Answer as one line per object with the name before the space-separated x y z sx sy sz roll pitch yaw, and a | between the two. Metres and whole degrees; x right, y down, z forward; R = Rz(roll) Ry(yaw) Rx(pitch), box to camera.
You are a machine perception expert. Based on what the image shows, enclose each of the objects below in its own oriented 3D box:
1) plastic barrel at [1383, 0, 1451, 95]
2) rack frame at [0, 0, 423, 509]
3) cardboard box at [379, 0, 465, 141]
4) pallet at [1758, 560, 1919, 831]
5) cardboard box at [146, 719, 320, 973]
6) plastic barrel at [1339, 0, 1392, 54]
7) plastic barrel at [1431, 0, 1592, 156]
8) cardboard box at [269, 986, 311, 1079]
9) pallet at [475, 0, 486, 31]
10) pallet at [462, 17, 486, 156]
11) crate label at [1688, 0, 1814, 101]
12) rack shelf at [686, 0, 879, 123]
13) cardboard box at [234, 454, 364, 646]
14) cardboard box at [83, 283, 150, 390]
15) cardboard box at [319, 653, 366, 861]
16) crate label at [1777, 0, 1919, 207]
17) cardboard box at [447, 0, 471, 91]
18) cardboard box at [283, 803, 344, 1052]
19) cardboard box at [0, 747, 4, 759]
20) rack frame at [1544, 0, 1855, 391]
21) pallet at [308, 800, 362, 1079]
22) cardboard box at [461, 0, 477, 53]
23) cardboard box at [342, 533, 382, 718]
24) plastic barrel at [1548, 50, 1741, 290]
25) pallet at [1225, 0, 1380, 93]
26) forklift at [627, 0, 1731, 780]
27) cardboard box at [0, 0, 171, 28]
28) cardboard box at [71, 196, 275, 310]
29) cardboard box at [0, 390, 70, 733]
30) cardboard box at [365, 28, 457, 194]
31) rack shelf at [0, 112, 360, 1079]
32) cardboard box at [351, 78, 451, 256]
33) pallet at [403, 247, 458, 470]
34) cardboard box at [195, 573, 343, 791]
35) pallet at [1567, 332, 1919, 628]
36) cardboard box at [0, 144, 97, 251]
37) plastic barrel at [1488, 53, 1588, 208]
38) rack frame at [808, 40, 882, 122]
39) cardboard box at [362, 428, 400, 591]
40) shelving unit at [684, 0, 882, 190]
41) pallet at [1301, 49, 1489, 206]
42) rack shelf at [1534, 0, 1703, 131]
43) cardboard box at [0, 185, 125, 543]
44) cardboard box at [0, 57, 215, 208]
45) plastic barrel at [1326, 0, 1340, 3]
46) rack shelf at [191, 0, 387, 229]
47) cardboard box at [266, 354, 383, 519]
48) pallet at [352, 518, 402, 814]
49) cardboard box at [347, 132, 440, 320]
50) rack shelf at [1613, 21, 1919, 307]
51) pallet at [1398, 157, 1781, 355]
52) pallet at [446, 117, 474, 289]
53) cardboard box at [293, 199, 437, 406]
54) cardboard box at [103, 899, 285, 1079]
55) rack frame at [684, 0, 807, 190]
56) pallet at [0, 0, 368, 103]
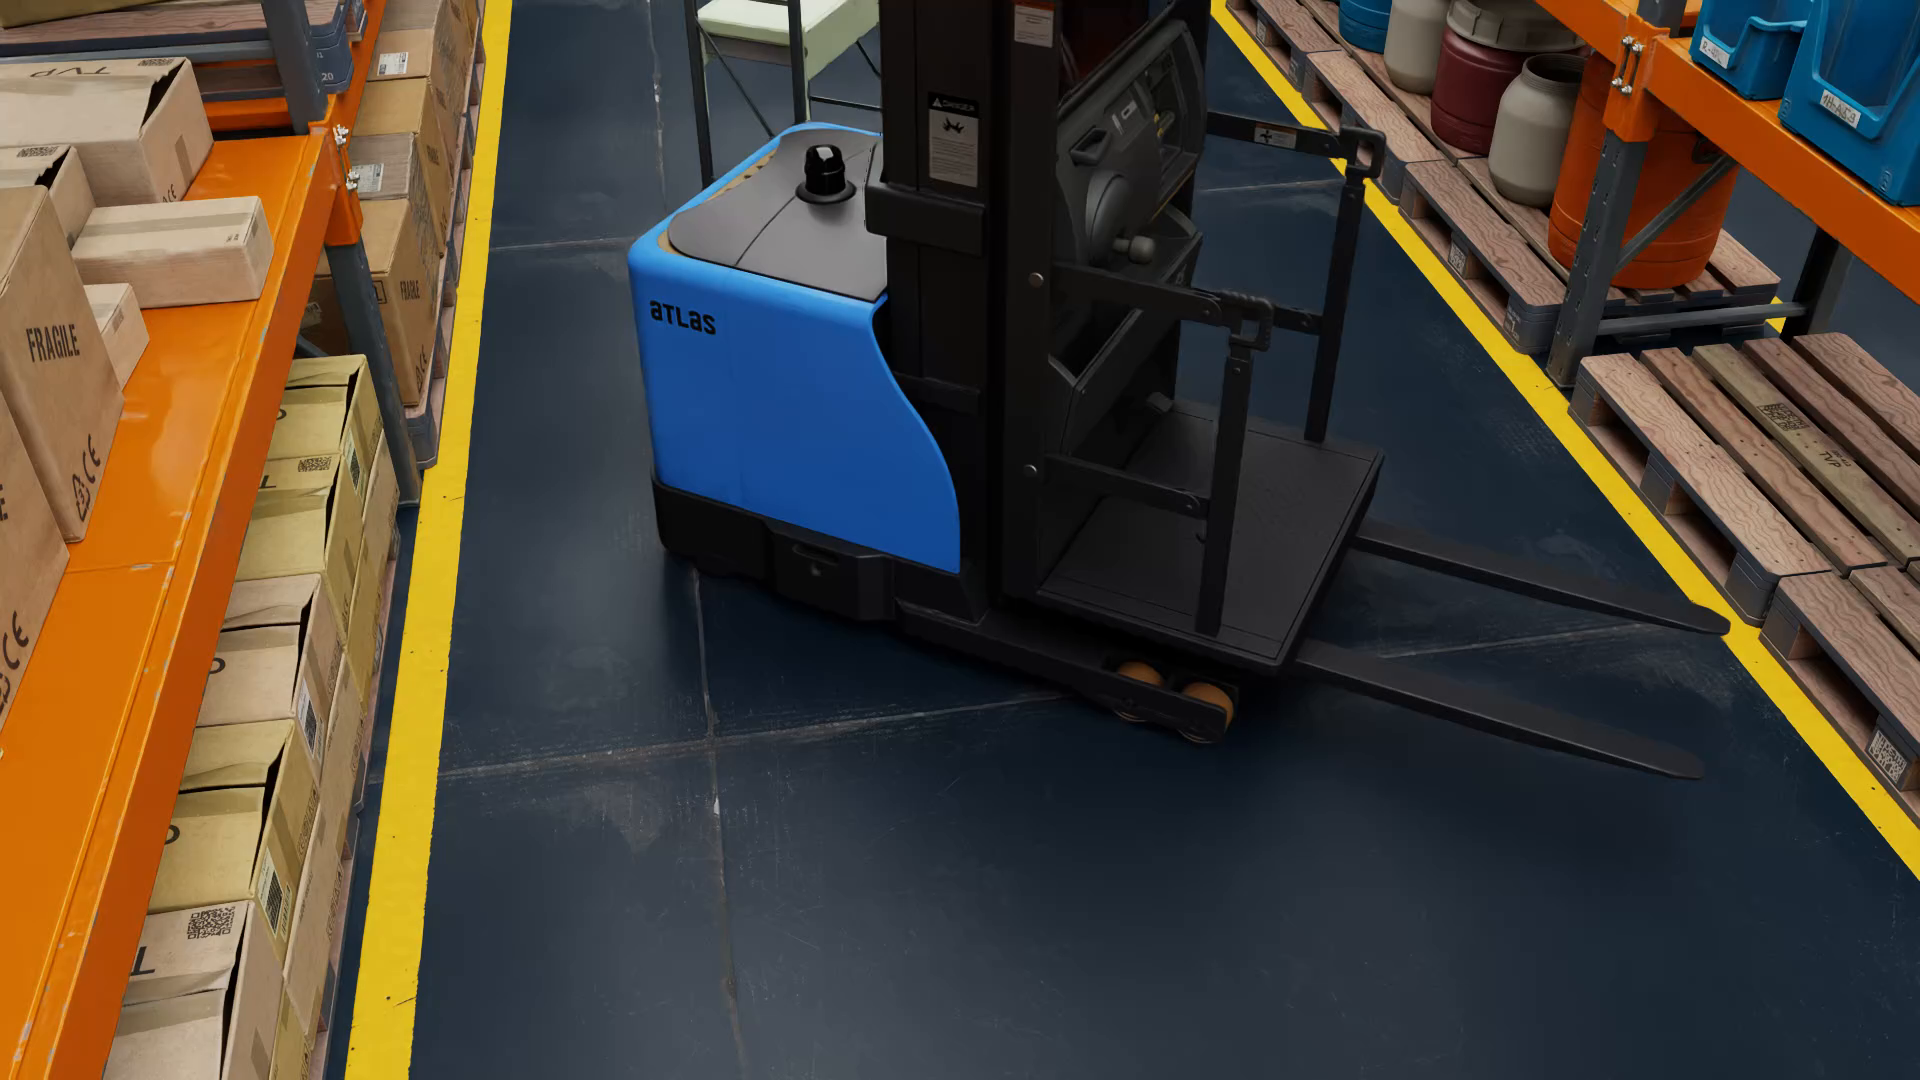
plastic barrel | 2.135 -2.299 7.450 0.421 0.512 0.421 0 38 0
rack frame | -2.255 -1.278 4.451 1.000 3.000 0.127 -6 38 -8
cardboard box | -2.422 -2.011 7.073 0.500 0.500 0.500 -6 38 -7
pallet | 2.931 0.500 4.435 1.003 0.211 1.213 -6 38 -8
cardboard box | -1.652 0.631 3.434 0.500 0.311 0.500 -5 38 -7
plastic barrel | 2.124 -2.804 7.782 0.600 0.901 0.708 -6 38 -8
plastic barrel | 2.322 -1.998 7.000 0.600 0.588 0.708 -6 38 -8
cardboard box | -1.562 1.166 3.203 0.500 0.250 0.500 -7 38 -9
pallet | -3.076 -3.008 8.950 1.003 0.211 1.213 -6 38 -8
pallet | -2.776 -2.106 7.789 1.003 0.211 1.213 -6 38 -8
crate label | 2.327 -1.448 4.805 0.303 0.233 0.416 -6 38 -8
rack shelf | -0.540 -1.686 5.562 0.431 0.370 0.720 14 40 17
cardboard box | -1.823 0.023 4.217 0.500 0.311 0.500 -7 38 -9
cardboard box | -1.976 -0.415 3.544 0.380 0.149 0.250 -4 38 -5
cardboard box | -1.743 0.548 3.998 0.500 0.250 0.500 -5 38 -7
crate label | 2.530 -1.194 4.313 0.502 0.435 0.616 -6 38 -8
cardboard box | -2.509 -2.314 7.463 0.500 0.500 0.500 -6 38 -8
cardboard box | -1.650 0.859 3.599 0.500 0.250 0.500 -6 38 -7
cardboard box | -1.764 0.314 2.319 0.500 0.500 0.500 -4 38 -5
rack frame | 2.622 -1.809 5.133 1.000 3.000 0.127 -6 38 -8
pallet | -1.938 1.060 3.714 1.003 0.211 1.213 -6 38 -8
cardboard box | -2.587 -2.614 7.848 0.500 0.500 0.500 -6 38 -8
cardboard box | -1.829 0.244 4.390 0.500 0.250 0.500 -7 38 -8
plastic barrel | 2.520 -1.411 6.048 0.600 0.830 0.708 -6 38 -8
pallet | 2.015 -2.653 8.493 1.003 0.211 1.213 -6 38 -8
forklift | 0.624 -0.977 4.119 3.031 2.935 1.130 17 41 20
cardboard box | -2.476 -1.852 4.765 0.700 0.500 0.500 -19 42 -23
cardboard box | -1.825 -0.666 3.867 0.380 0.149 0.250 -6 38 -8
cardboard box | -1.852 0.012 2.708 0.500 0.500 0.500 -6 38 -8
cardboard box | -2.330 -1.704 6.678 0.500 0.500 0.500 -7 38 -9
rack shelf | -1.904 0.214 3.116 1.077 0.370 4.000 -6 38 -8
cardboard box | -2.234 -1.390 6.273 0.500 0.500 0.500 -7 38 -9
pallet | -2.348 -0.632 5.892 1.003 0.211 1.213 -6 38 -8
cardboard box | -1.737 0.328 3.824 0.500 0.311 0.500 -6 38 -8
pallet | 2.720 -0.236 5.381 1.003 0.211 1.213 -6 38 -8
cardboard box | -2.289 -0.682 3.756 0.500 0.311 0.500 -7 38 -8
plastic barrel | 2.333 -1.617 6.572 0.421 0.512 0.421 0 38 0
rack frame | -0.402 -1.586 6.069 0.400 1.500 0.023 14 40 17
cardboard box | -1.922 -0.067 4.790 0.500 0.250 0.500 -5 38 -7
shelving unit | -0.540 -1.378 5.801 0.431 1.500 0.755 14 40 17
pallet | 2.233 -1.915 7.543 1.003 0.211 1.213 -6 38 -8
rack shelf | 2.272 -2.733 6.909 1.077 0.370 4.000 -6 38 -8
cardboard box | -1.945 -0.306 3.118 0.500 0.500 0.500 -8 39 -10
cardboard box | -2.234 -1.019 4.189 0.500 0.311 0.500 -4 38 -5
plastic barrel | 2.000 -3.232 8.333 0.600 0.901 0.708 -6 38 -8
rack shelf | -2.605 -2.202 6.226 1.077 0.370 4.000 -6 38 -8
cardboard box | -1.921 -0.290 4.620 0.500 0.311 0.500 -5 38 -7
pallet | -2.149 0.324 4.661 1.003 0.211 1.213 -6 38 -8
cardboard box | -2.151 -1.086 5.882 0.500 0.500 0.500 -8 38 -10
rack shelf | 2.973 -0.317 3.799 1.077 0.370 4.000 -6 38 -8
pallet | 2.443 -1.179 6.596 1.003 0.211 1.213 -6 38 -8
pallet | -2.559 -1.367 6.838 1.003 0.211 1.213 -6 38 -8
cardboard box | -2.053 -0.771 5.476 0.500 0.500 0.500 -5 38 -6
cardboard box | -1.555 0.944 3.031 0.500 0.311 0.500 -7 38 -9
rack frame | -0.677 -1.170 5.533 0.400 1.500 0.023 14 40 17
pallet | -2.443 -1.604 5.027 1.213 0.211 1.003 -6 38 -8
